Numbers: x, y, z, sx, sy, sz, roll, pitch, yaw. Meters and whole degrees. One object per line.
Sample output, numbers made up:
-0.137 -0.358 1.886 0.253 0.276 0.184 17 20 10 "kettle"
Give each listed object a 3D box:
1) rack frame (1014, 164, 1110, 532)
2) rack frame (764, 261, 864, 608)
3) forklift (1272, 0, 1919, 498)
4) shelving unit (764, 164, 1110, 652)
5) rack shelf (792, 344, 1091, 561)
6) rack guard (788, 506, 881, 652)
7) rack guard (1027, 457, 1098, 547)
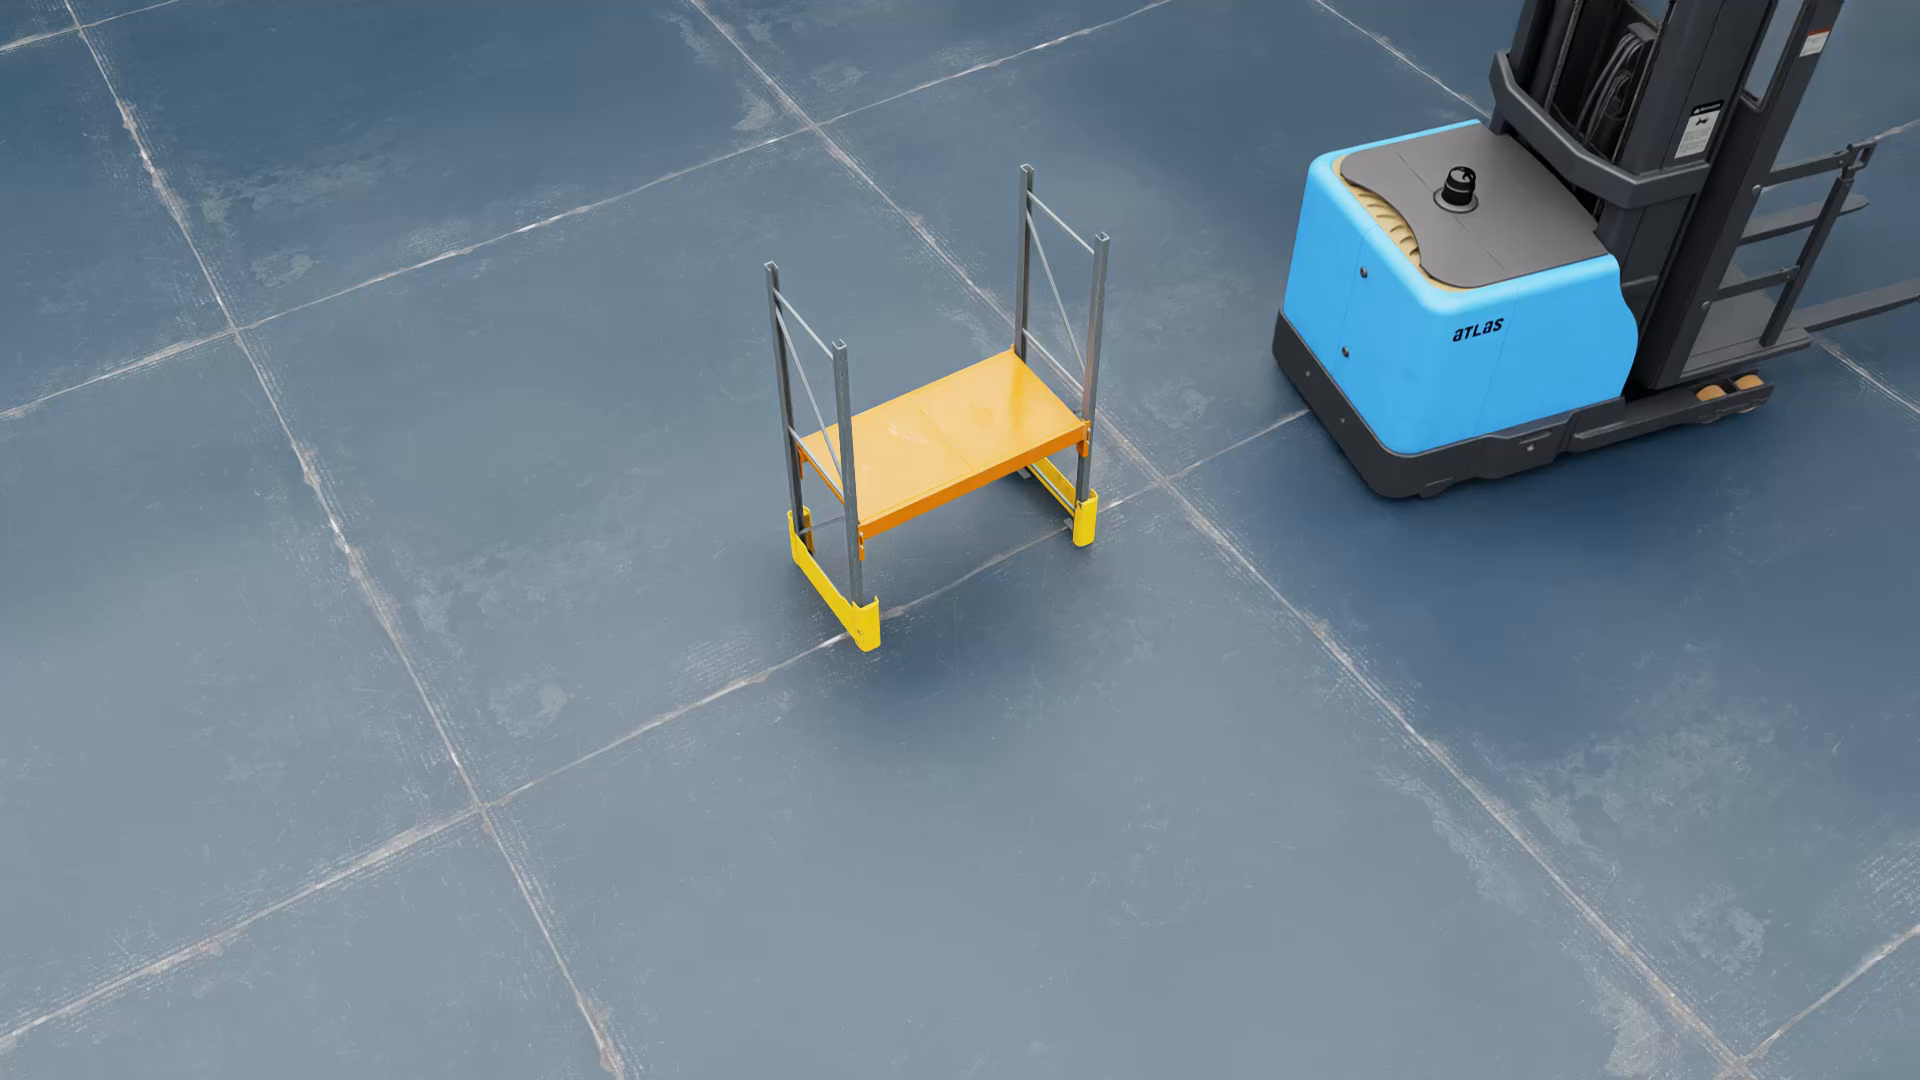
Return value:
0.358 -0.667 6.285 0.032 1.500 0.500 -25 53 -21 "rack frame"
-0.502 -0.262 5.925 0.032 1.500 0.500 -25 53 -21 "rack frame"
2.949 -1.831 6.363 3.031 2.935 1.130 -15 50 -13 "forklift"
-0.064 -0.468 6.108 1.083 1.500 0.587 -25 53 -21 "shelving unit"
-0.072 -0.345 6.239 1.000 0.185 0.538 -25 53 -21 "rack shelf"
-0.486 0.146 6.398 0.087 0.250 0.587 -25 53 -21 "rack guard"
0.357 -0.251 6.752 0.087 0.250 0.587 -25 53 -21 "rack guard"
